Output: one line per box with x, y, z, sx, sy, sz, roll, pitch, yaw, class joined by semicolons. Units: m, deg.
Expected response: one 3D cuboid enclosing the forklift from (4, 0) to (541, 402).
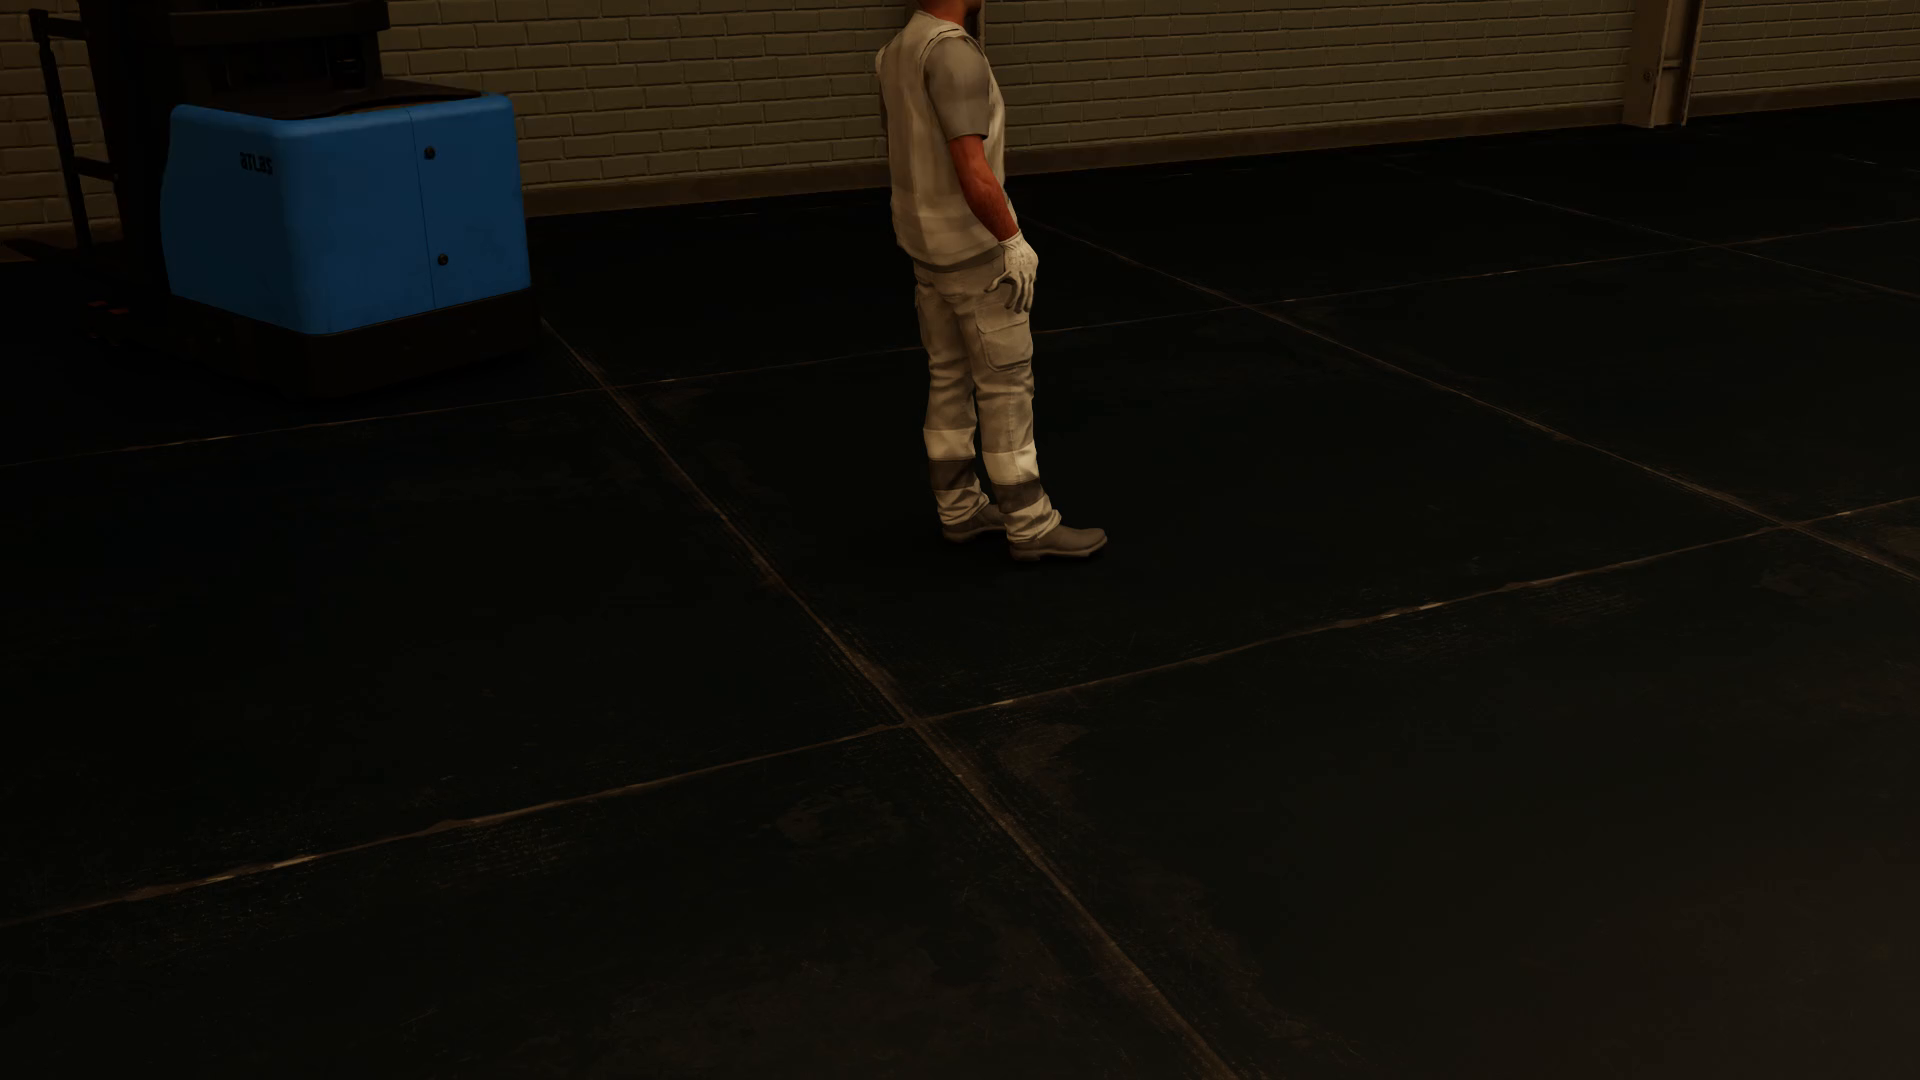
-3.201;-2.317;6.864;3.031;2.935;1.130;17;28;35;forklift

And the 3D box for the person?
0.077;-0.842;4.782;0.564;1.787;0.638;-10;25;-23;person
